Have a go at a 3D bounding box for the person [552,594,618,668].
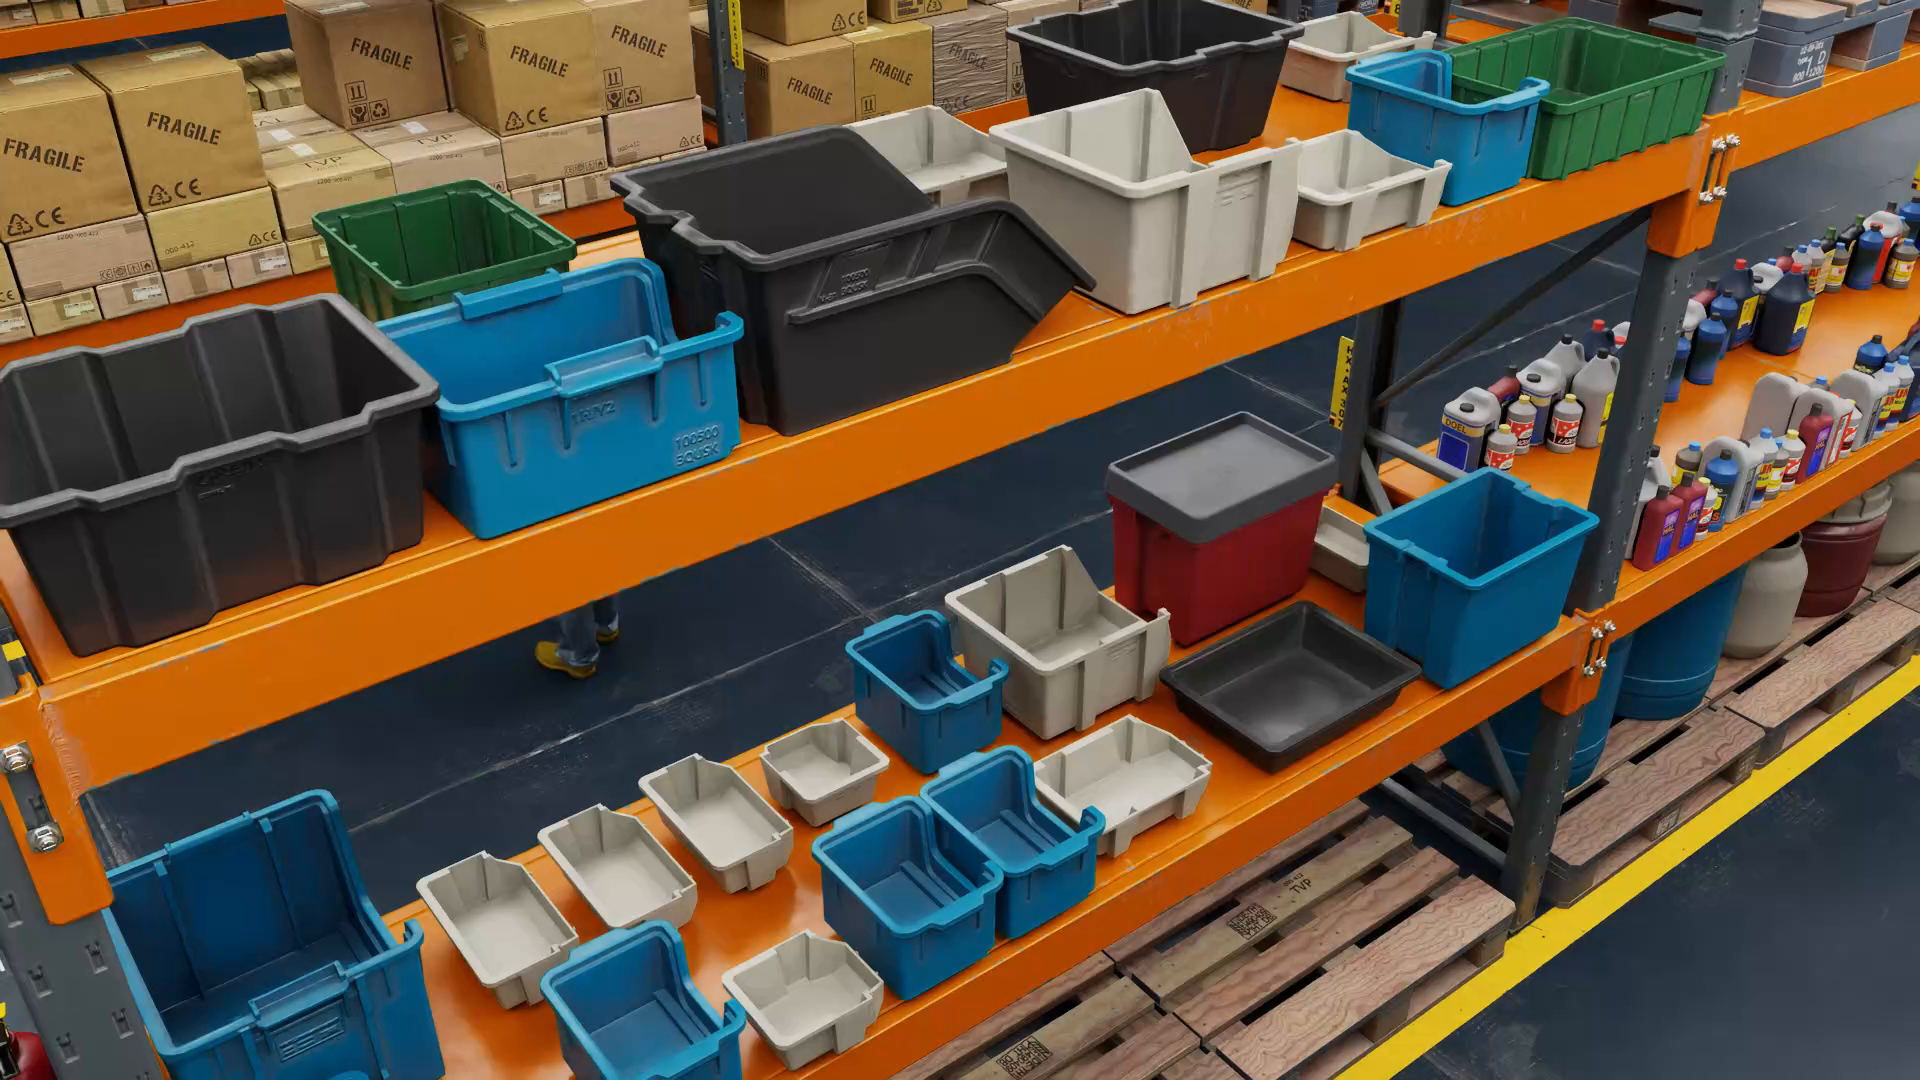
[{"bbox_3d":[-1.600,-0.267,6.475,0.513,1.707,0.534,15,35,22],"label":"person"}]
